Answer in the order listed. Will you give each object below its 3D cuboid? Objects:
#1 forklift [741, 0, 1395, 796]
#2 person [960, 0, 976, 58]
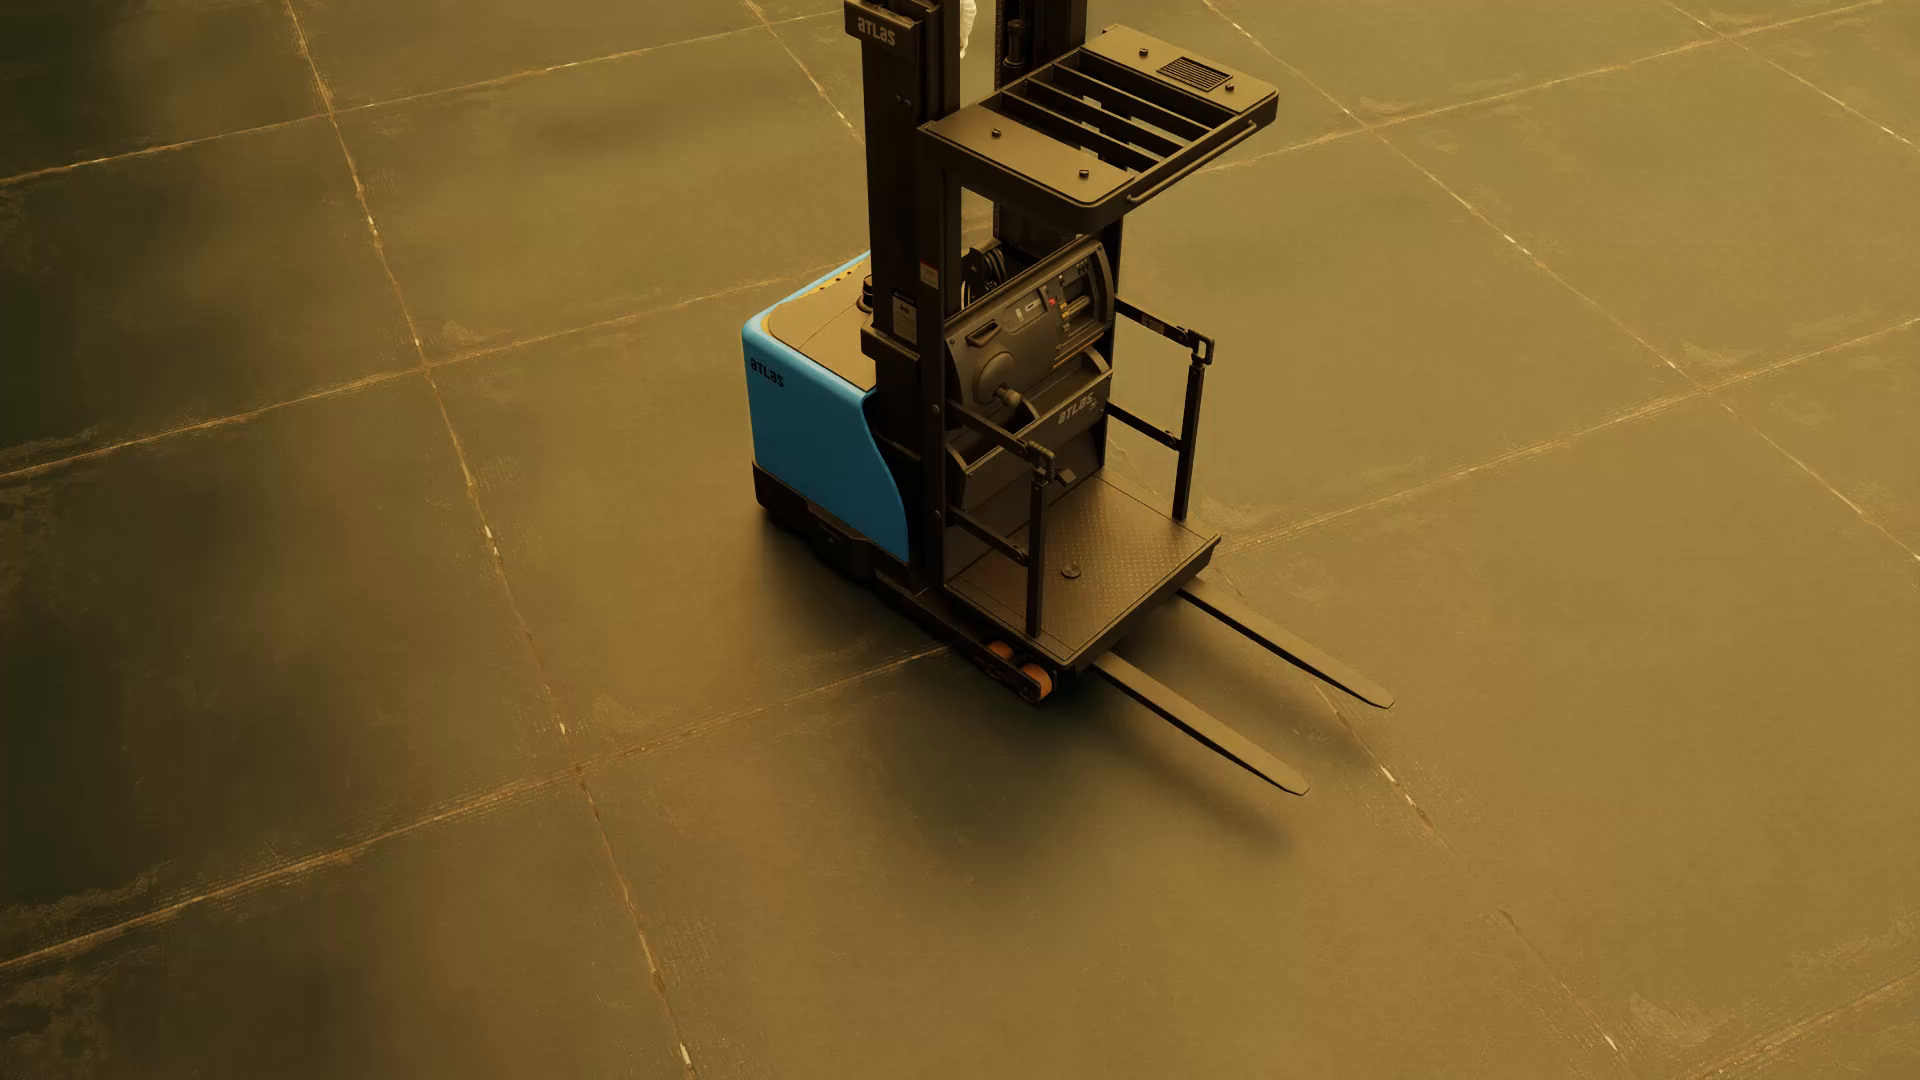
[{"bbox_3d":[0.445,-0.788,6.525,3.031,2.935,1.130,32,52,30],"label":"forklift"},{"bbox_3d":[-0.210,-2.856,9.636,0.586,1.694,0.531,-21,47,-21],"label":"person"}]
